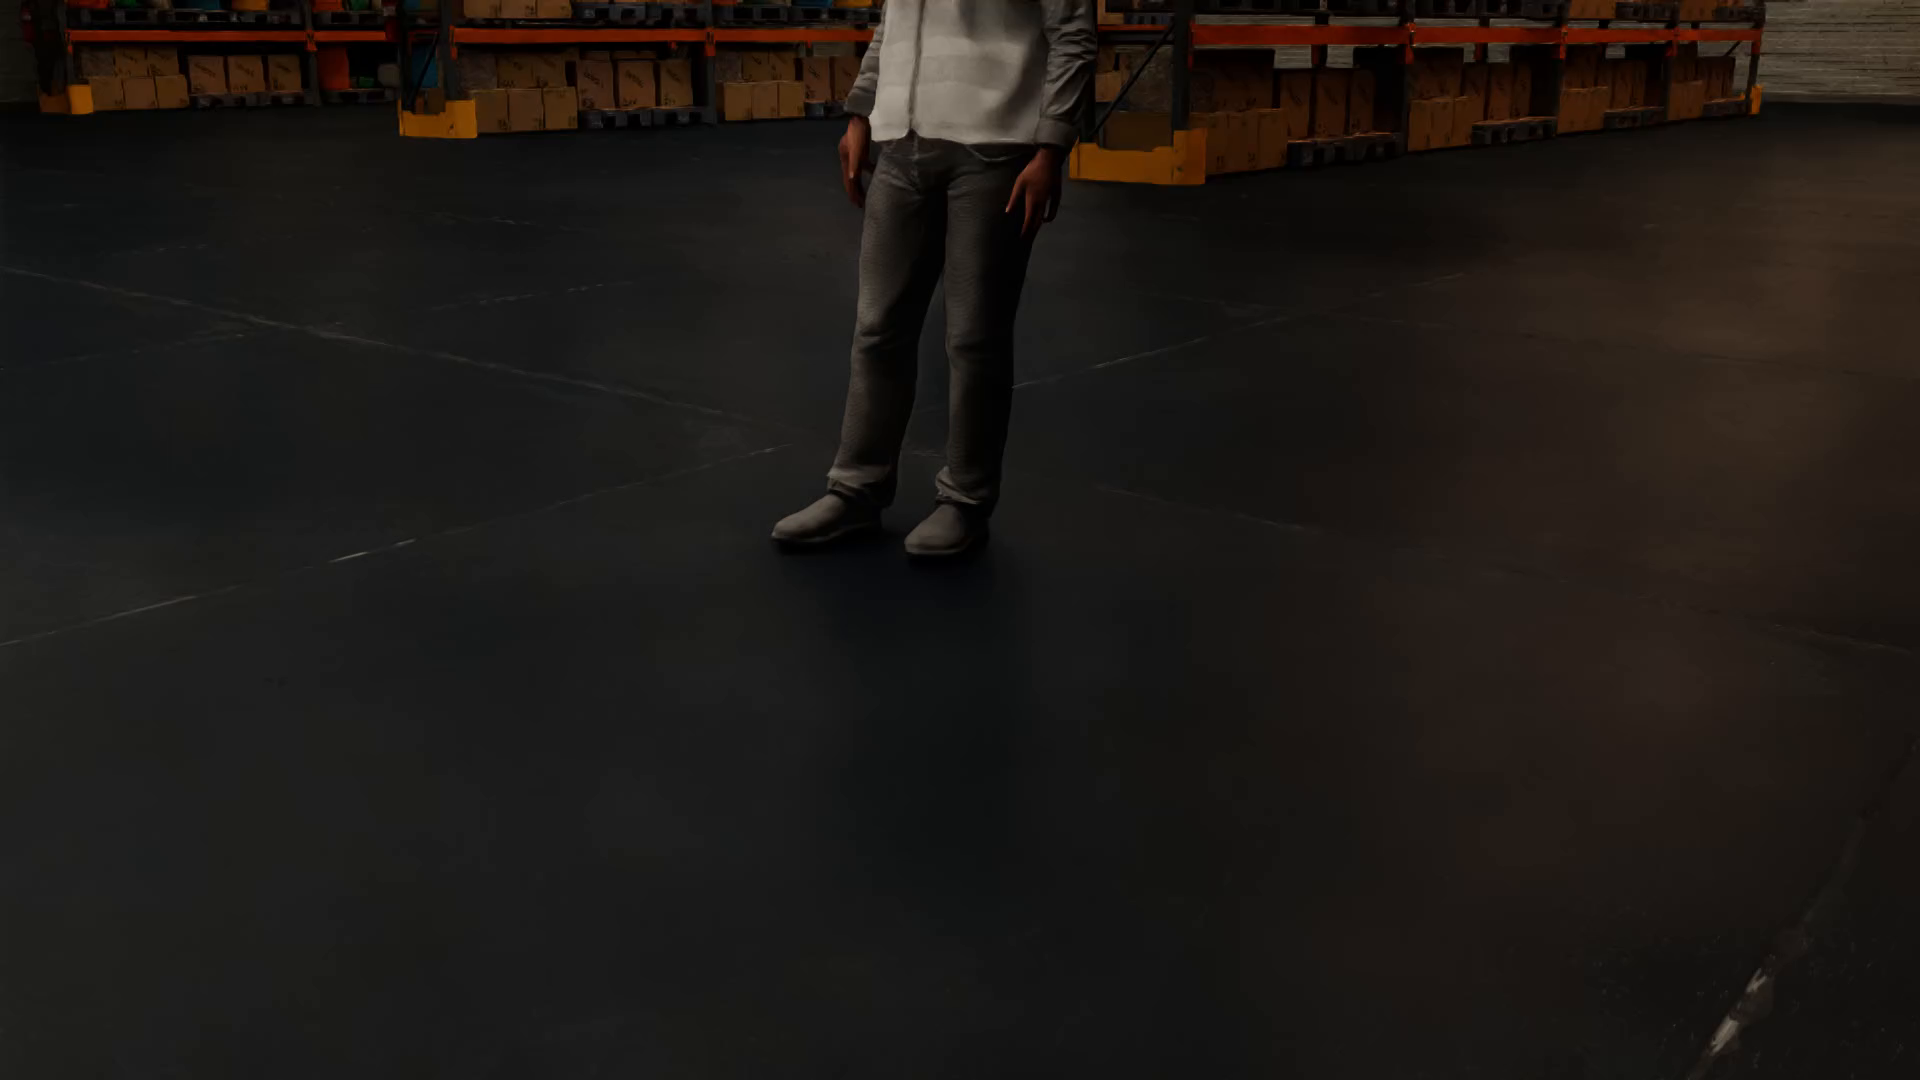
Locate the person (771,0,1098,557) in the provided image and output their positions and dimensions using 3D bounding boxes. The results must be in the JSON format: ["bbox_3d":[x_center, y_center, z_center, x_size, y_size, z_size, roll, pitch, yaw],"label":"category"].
[{"bbox_3d":[-0.046,-0.843,3.641,0.632,1.773,0.567,13,21,37],"label":"person"}]
